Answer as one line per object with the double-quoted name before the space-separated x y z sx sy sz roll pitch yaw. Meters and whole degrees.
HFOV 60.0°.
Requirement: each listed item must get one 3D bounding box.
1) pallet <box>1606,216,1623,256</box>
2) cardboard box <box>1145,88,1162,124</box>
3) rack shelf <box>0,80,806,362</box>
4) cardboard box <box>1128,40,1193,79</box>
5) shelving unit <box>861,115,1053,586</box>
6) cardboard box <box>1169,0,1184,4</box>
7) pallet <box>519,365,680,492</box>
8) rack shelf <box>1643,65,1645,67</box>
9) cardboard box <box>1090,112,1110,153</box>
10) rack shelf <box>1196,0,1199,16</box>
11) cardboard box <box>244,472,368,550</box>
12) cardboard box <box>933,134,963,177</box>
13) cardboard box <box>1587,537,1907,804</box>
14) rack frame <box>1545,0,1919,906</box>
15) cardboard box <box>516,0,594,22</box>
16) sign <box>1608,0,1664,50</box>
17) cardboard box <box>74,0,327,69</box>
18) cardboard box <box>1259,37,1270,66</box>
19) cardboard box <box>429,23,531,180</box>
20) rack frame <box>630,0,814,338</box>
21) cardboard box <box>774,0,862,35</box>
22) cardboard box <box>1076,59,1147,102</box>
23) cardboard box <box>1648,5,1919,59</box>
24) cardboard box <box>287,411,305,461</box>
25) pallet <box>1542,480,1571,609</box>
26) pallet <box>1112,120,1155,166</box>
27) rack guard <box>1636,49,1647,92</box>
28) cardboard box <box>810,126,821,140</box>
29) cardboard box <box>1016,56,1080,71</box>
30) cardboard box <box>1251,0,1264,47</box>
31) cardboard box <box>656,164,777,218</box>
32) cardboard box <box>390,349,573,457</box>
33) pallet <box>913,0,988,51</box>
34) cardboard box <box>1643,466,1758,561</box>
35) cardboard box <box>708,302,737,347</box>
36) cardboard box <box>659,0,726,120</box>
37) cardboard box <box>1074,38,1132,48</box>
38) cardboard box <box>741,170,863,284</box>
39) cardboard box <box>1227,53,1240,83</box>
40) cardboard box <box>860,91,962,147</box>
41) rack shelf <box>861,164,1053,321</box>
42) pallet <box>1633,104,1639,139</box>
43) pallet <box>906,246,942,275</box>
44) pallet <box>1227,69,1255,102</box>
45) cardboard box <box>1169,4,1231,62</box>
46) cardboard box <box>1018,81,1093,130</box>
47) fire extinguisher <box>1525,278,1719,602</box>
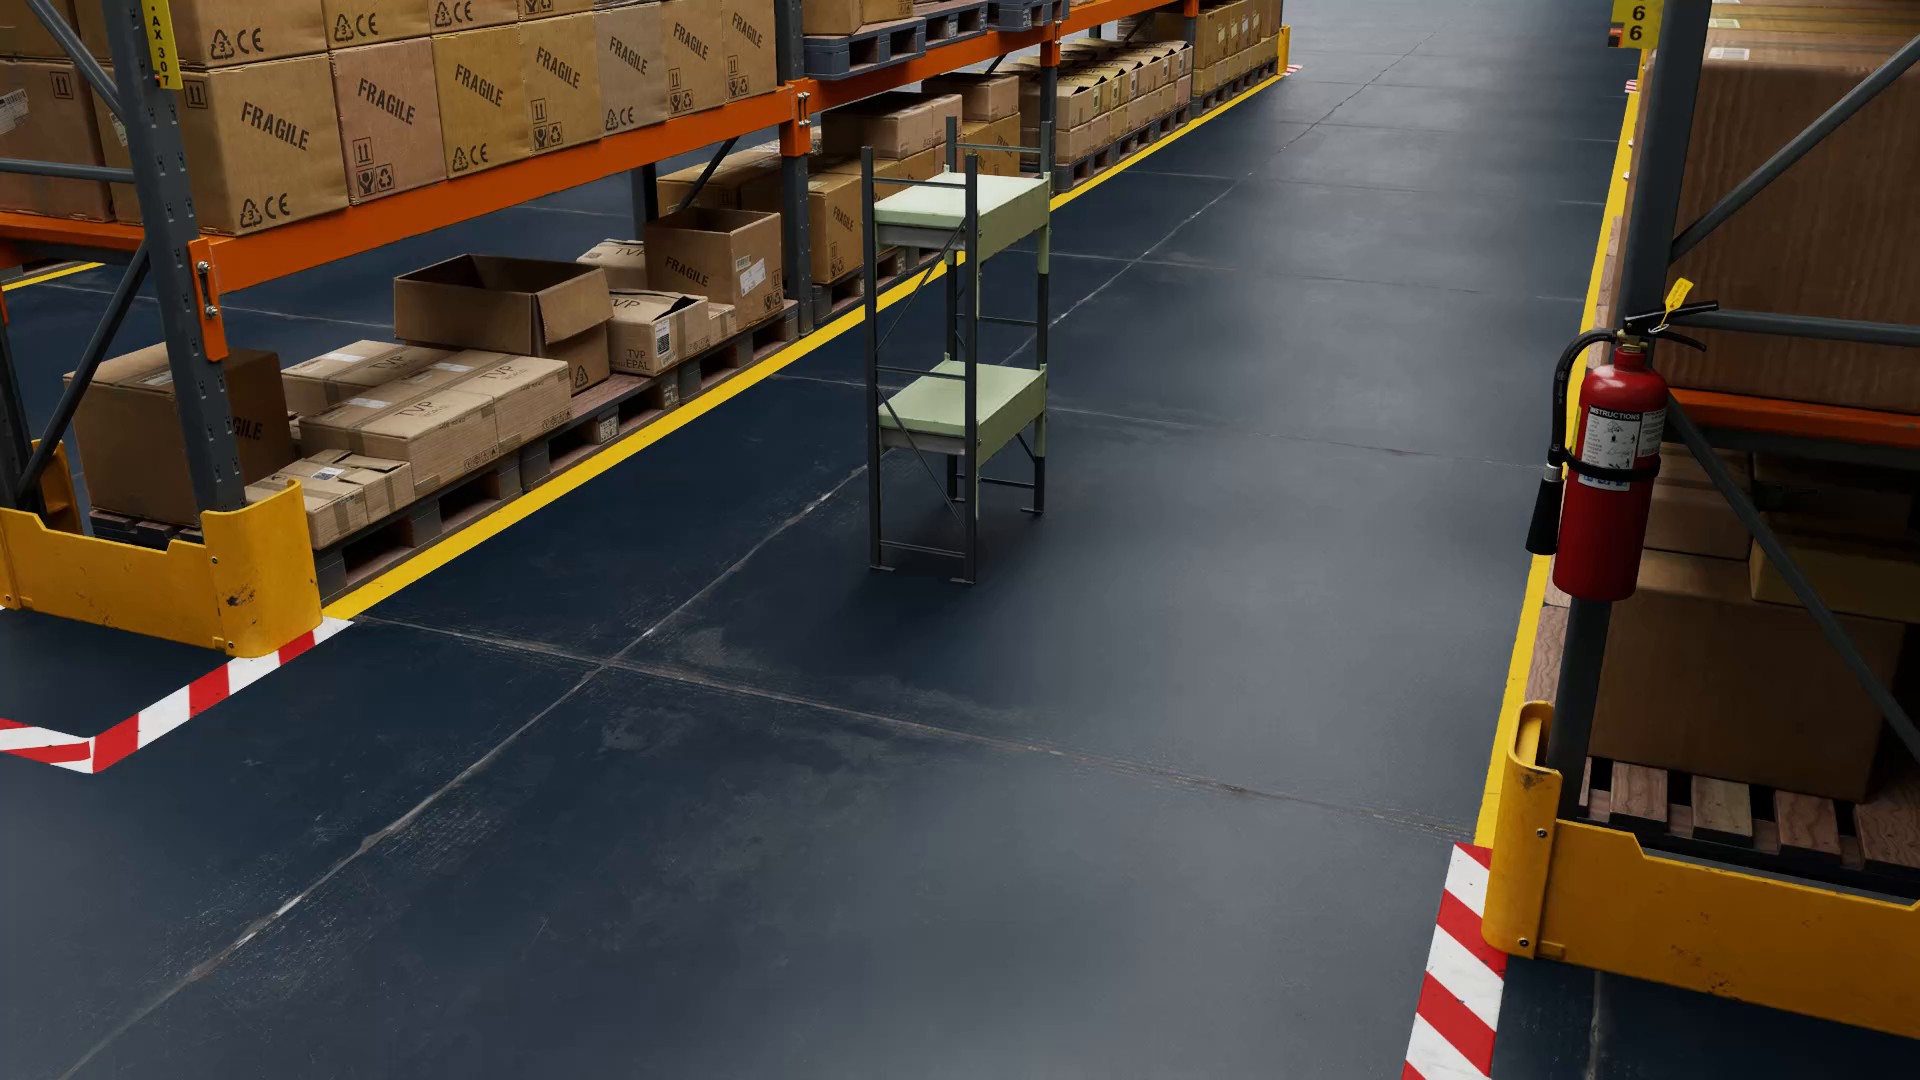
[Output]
"pallet" 4.454 -1.710 10.071 1.003 0.211 1.213 9 24 20
"cardboard box" 1.437 -3.779 14.428 0.500 0.250 0.500 9 24 21
"rack shelf" -2.013 -1.497 6.876 1.077 0.370 4.000 9 24 20
"cardboard box" 1.817 -4.406 15.200 0.500 0.311 0.500 9 24 20
"shelving unit" 0.002 -0.694 5.967 0.431 1.500 0.755 9 24 20
"cardboard box" 2.050 -5.233 16.935 0.500 0.500 0.500 9 24 20
"pallet" -1.978 -0.574 7.351 1.003 0.211 1.213 9 24 20
"rack shelf" 5.559 -3.652 12.035 1.077 0.370 4.000 9 24 20
"cardboard box" 0.869 -3.227 13.106 0.500 0.250 0.500 8 24 19
"rack shelf" 2.444 -5.791 17.157 1.077 0.370 4.000 9 24 20
"cardboard box" -2.281 -0.102 5.730 0.380 0.149 0.250 9 24 20
"cardboard box" -0.295 -2.284 10.498 0.500 0.500 0.500 8 24 18
"cardboard box" 2.012 0.289 4.364 0.700 0.500 0.500 9 24 20
"rack frame" 1.845 -0.406 3.329 1.000 3.000 0.127 9 24 20
"cardboard box" -1.781 -2.290 6.415 0.500 0.500 0.500 9 24 20
"sign" 1.346 -1.132 3.258 0.100 0.325 0.005 9 24 20
"cardboard box" -2.346 -1.742 5.102 0.500 0.500 0.500 10 25 22
"cardboard box" 3.088 -5.349 18.187 0.500 0.250 0.500 9 24 20
"cardboard box" -1.970 -1.645 6.167 0.500 0.500 0.500 9 24 20
"rack frame" -1.270 -2.545 8.451 1.000 3.000 0.127 9 24 20
"cardboard box" -0.886 -2.922 8.680 0.700 0.500 0.500 1 23 2
"cardboard box" 1.252 -3.861 13.896 0.500 0.311 0.500 8 24 19
"cardboard box" 2.285 -0.990 4.339 0.980 0.700 0.700 9 24 20
"cardboard box" -2.549 -0.371 6.352 0.380 0.166 0.250 9 24 20
"pallet" 2.524 0.149 5.620 1.003 0.211 1.213 9 24 20
"pallet" 1.012 -3.414 14.149 1.003 0.211 1.213 9 24 20
"rack guard" 7.760 -4.951 17.453 1.175 0.500 0.348 9 24 20
"cardboard box" -0.788 -2.349 10.655 0.500 0.500 0.500 8 24 18
"cardboard box" 0.747 -3.929 14.059 0.500 0.311 0.500 9 24 22
"cardboard box" 2.907 -5.516 17.613 0.500 0.500 0.500 9 24 20
"cardboard box" -1.353 -1.812 9.369 0.500 0.500 0.500 9 24 20
"cardboard box" -1.919 -0.560 6.694 0.500 0.250 0.500 9 24 20
"pallet" -0.502 -3.191 10.247 1.003 0.211 1.213 9 24 20
"cardboard box" 1.890 -0.082 4.412 0.380 0.149 0.250 8 24 19
"cardboard box" -1.302 -1.045 7.988 0.380 0.149 0.250 9 24 20
"cardboard box" -1.408 -2.191 7.473 0.500 0.500 0.500 9 24 22
"cardboard box" 1.317 -4.479 15.377 0.500 0.311 0.500 9 24 20
"cardboard box" -0.864 -1.733 9.179 0.500 0.500 0.500 8 24 18
"cardboard box" 2.536 -4.812 16.900 0.500 0.250 0.500 9 24 20
"cardboard box" -0.307 -2.616 10.321 0.500 0.250 0.500 8 24 19
"rack shelf" 0.002 -1.055 5.816 0.431 0.370 0.720 9 24 20
"pallet" 6.519 -3.659 14.735 1.003 0.211 1.213 9 24 20
"pallet" -0.551 -1.993 10.747 1.003 0.211 1.213 9 24 20
"pallet" 2.487 -4.838 17.558 1.003 0.211 1.213 9 24 20
"cardboard box" 2.343 -4.980 16.330 0.500 0.500 0.500 9 24 20
"cardboard box" 0.683 -3.305 12.567 0.500 0.311 0.500 10 25 22
"fire extinguisher" 1.360 -0.210 3.445 0.296 0.674 0.183 9 24 20
